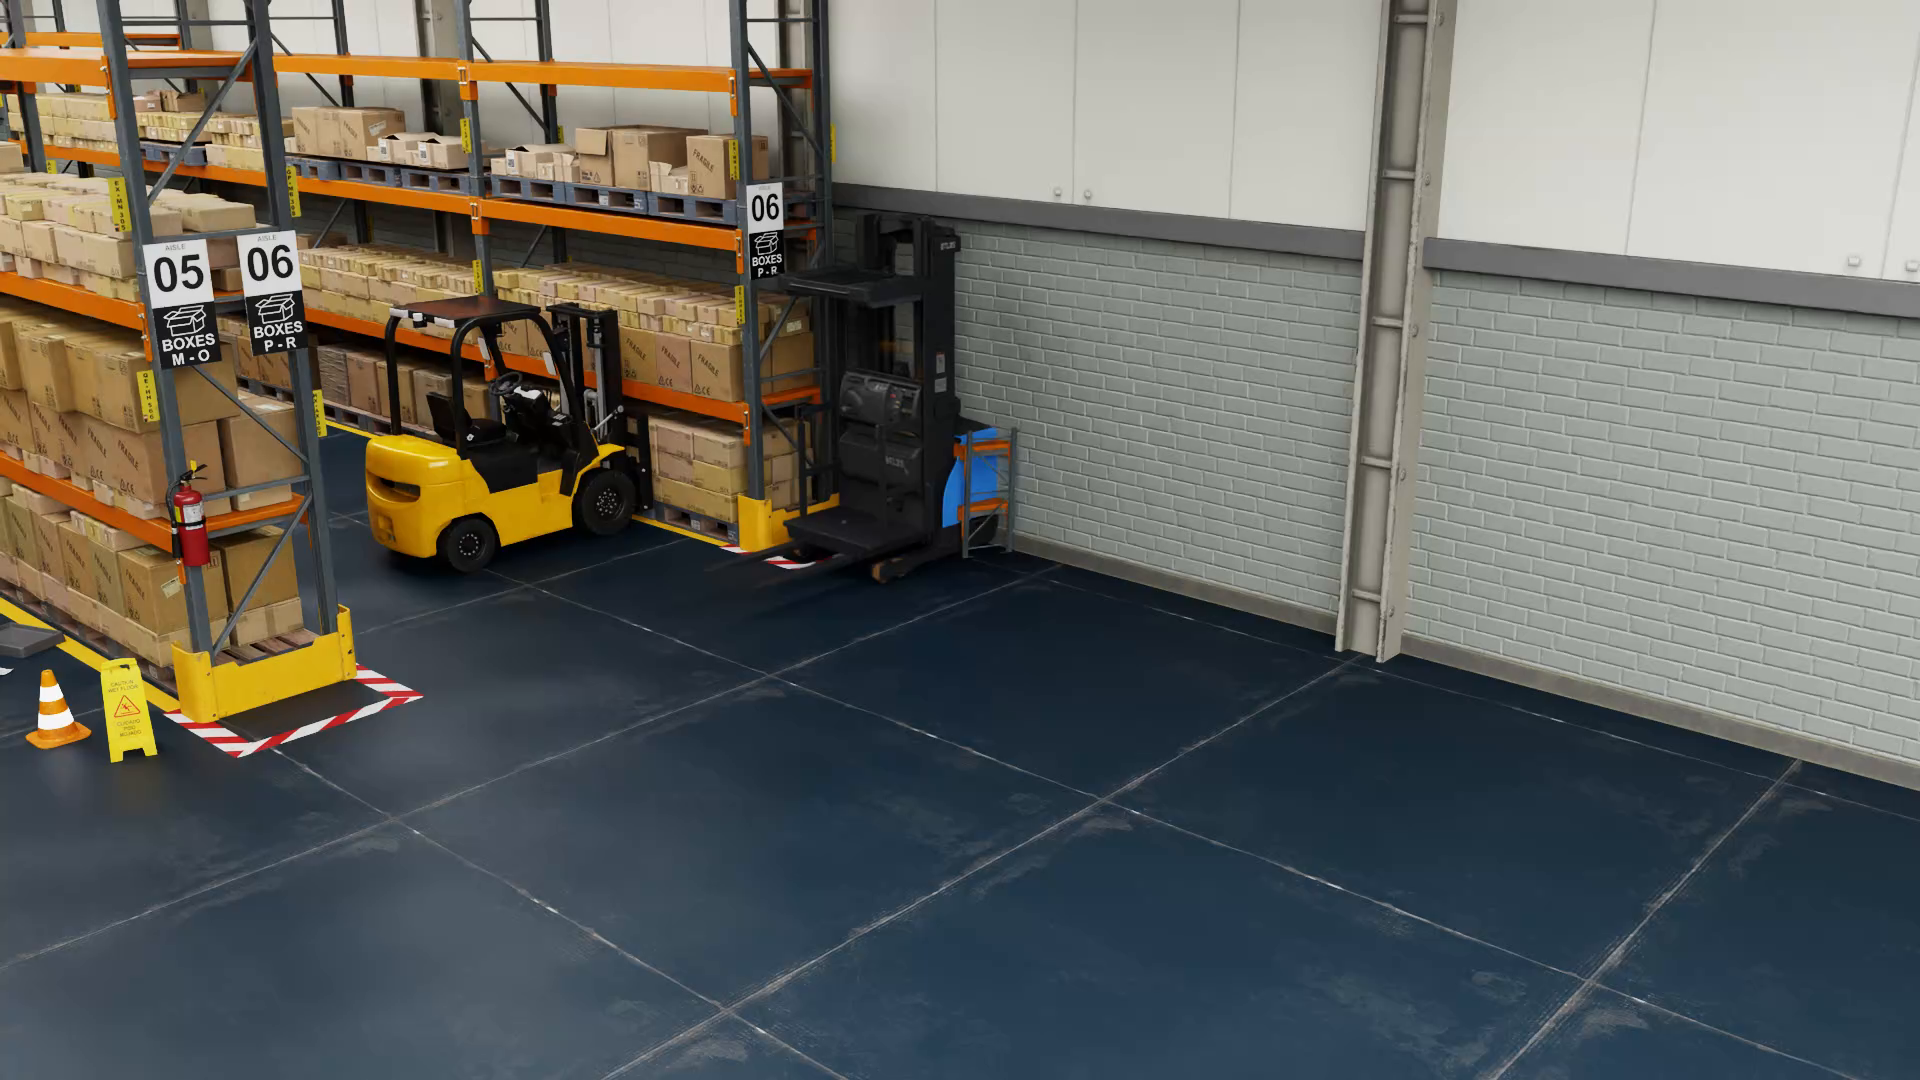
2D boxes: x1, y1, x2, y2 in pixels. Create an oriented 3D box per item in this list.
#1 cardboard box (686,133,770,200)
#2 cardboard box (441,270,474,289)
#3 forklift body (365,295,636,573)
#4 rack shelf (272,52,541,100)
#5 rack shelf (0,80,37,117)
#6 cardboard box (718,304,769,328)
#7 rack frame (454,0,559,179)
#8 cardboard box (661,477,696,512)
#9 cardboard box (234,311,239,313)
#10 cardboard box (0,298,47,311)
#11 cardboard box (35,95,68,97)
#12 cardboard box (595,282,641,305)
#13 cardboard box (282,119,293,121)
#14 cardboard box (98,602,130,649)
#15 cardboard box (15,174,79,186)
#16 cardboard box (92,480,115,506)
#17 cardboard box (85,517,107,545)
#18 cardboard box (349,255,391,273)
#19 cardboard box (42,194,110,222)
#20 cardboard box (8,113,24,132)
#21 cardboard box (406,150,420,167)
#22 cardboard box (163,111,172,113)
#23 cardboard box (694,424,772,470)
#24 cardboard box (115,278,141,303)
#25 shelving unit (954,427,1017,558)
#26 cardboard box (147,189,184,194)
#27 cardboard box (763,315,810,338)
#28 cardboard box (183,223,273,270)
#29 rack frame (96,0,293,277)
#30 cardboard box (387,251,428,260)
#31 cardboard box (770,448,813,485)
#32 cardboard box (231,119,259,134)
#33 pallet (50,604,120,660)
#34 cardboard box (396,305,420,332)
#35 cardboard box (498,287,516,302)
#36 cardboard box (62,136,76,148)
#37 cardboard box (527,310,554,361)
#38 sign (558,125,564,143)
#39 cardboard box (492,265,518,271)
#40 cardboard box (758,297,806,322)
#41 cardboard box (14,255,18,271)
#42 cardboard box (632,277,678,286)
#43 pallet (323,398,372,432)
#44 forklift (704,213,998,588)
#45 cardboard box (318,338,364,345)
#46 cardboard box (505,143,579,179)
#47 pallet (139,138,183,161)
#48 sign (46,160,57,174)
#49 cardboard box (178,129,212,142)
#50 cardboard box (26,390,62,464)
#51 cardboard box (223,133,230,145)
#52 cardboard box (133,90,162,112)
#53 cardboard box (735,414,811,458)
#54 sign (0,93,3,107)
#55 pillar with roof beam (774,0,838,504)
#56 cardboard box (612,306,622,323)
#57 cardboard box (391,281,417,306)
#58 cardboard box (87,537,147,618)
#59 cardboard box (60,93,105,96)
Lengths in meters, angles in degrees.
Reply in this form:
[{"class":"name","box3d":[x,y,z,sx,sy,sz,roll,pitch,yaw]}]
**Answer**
[{"class":"cardboard box","box3d":[-1.993,-3.218,14.310,0.500,0.500,0.500,16,24,41]},{"class":"cardboard box","box3d":[-5.247,-2.746,17.569,0.250,0.149,0.380,15,23,39]},{"class":"forklift body","box3d":[-4.129,-1.023,14.779,1.214,2.155,2.313,15,23,39]},{"class":"rack shelf","box3d":[-5.987,-4.990,17.809,4.000,0.370,1.077,15,23,39]},{"class":"rack shelf","box3d":[-9.279,-3.866,14.268,4.000,0.370,1.077,15,23,39]},{"class":"cardboard box","box3d":[-1.908,-1.982,14.669,0.250,0.149,0.380,15,23,39]},{"class":"rack frame","box3d":[-4.492,-5.122,16.374,0.127,3.000,1.000,15,23,39]},{"class":"cardboard box","box3d":[-2.427,-0.474,15.497,0.500,0.250,0.500,15,23,39]},{"class":"cardboard box","box3d":[-9.411,-3.034,22.079,0.250,0.149,0.380,14,22,37]},{"class":"cardboard box","box3d":[-7.231,-1.560,12.758,0.500,0.500,0.700,15,23,40]},{"class":"cardboard box","box3d":[-12.934,-6.158,23.527,0.500,0.250,0.500,15,23,39]},{"class":"cardboard box","box3d":[-3.236,-2.343,15.807,0.250,0.149,0.380,15,23,39]},{"class":"cardboard box","box3d":[-7.930,-4.999,20.042,0.250,0.149,0.380,15,23,39]},{"class":"cardboard box","box3d":[-5.957,0.568,12.216,0.500,0.250,0.500,15,23,39]},{"class":"cardboard box","box3d":[-7.156,-2.780,13.050,0.250,0.149,0.380,14,23,38]},{"class":"cardboard box","box3d":[-5.867,-0.369,11.732,0.250,0.149,0.380,16,23,40]},{"class":"cardboard box","box3d":[-6.069,-0.103,12.018,0.250,0.149,0.380,16,23,40]},{"class":"cardboard box","box3d":[-6.619,-3.099,18.681,0.250,0.149,0.380,15,23,40]},{"class":"cardboard box","box3d":[-6.123,-2.306,11.558,0.250,0.149,0.380,14,22,38]},{"class":"cardboard box","box3d":[-13.316,-6.021,23.922,0.500,0.250,0.500,15,23,39]},{"class":"cardboard box","box3d":[-5.516,-3.972,17.267,0.250,0.149,0.380,15,23,39]},{"class":"cardboard box","box3d":[-10.173,-5.535,21.697,0.250,0.149,0.380,15,23,39]},{"class":"cardboard box","box3d":[-2.051,-0.847,15.021,0.500,0.250,0.500,16,24,41]},{"class":"cardboard box","box3d":[-5.244,-1.654,10.821,0.250,0.149,0.380,15,23,39]},{"class":"shelving unit","box3d":[-0.008,-0.538,14.902,0.538,1.125,1.048,-7,18,-31]},{"class":"cardboard box","box3d":[-5.796,-2.421,11.918,0.250,0.149,0.380,16,24,41]},{"class":"cardboard box","box3d":[-1.581,-1.943,15.037,0.250,0.149,0.380,14,23,38]},{"class":"cardboard box","box3d":[-4.991,-1.997,11.242,0.500,0.250,0.500,15,23,38]},{"class":"rack frame","box3d":[-4.792,-3.195,10.303,0.127,3.000,1.000,15,23,39]},{"class":"cardboard box","box3d":[-6.309,-3.206,19.018,0.250,0.149,0.380,15,23,39]},{"class":"cardboard box","box3d":[-1.714,-0.729,15.474,0.500,0.250,0.500,16,23,40]},{"class":"cardboard box","box3d":[-8.458,-4.937,19.848,0.250,0.149,0.380,15,23,38]},{"class":"pallet","box3d":[-6.341,0.562,12.991,1.213,0.211,1.003,15,23,39]},{"class":"cardboard box","box3d":[-5.773,-2.439,18.087,0.500,0.250,0.500,15,23,40]},{"class":"cardboard box","box3d":[-4.428,-2.496,16.779,0.250,0.149,0.380,15,23,38]},{"class":"cardboard box","box3d":[-12.111,-5.487,22.897,0.250,0.149,0.380,16,23,40]},{"class":"cardboard box","box3d":[-3.932,-2.061,16.482,0.500,0.500,0.500,16,23,40]},{"class":"sign","box3d":[-4.124,-4.102,17.135,0.005,0.325,0.100,15,23,39]},{"class":"cardboard box","box3d":[-4.964,-2.854,17.910,0.250,0.149,0.380,15,23,39]},{"class":"cardboard box","box3d":[-1.609,-2.074,14.958,0.250,0.149,0.380,14,23,38]},{"class":"cardboard box","box3d":[-6.558,-2.020,11.975,0.250,0.149,0.380,15,23,40]},{"class":"cardboard box","box3d":[-2.947,-2.443,16.121,0.250,0.149,0.380,16,24,41]},{"class":"pallet","box3d":[-6.893,-1.562,19.686,1.213,0.211,1.003,15,23,39]},{"class":"forklift","box3d":[-0.826,-1.212,14.084,1.130,2.935,3.031,16,23,40]},{"class":"cardboard box","box3d":[-7.612,-2.222,20.594,0.500,0.500,0.500,16,24,41]},{"class":"cardboard box","box3d":[-4.031,-3.675,16.063,0.500,0.311,0.500,16,23,40]},{"class":"pallet","box3d":[-10.034,-5.062,21.455,1.003,0.211,1.213,15,23,39]},{"class":"sign","box3d":[-7.429,-2.939,13.601,0.005,0.325,0.100,15,23,39]},{"class":"cardboard box","box3d":[-9.349,-4.974,20.422,0.250,0.149,0.380,16,23,40]},{"class":"cardboard box","box3d":[-6.490,-0.880,12.270,0.500,0.500,0.500,15,23,40]},{"class":"cardboard box","box3d":[-8.637,-4.847,20.056,0.250,0.149,0.380,15,23,40]},{"class":"cardboard box","box3d":[-10.482,-5.626,21.302,0.258,0.266,0.396,15,23,39]},{"class":"cardboard box","box3d":[-1.734,-0.965,15.391,0.500,0.250,0.500,15,23,38]},{"class":"sign","box3d":[-13.827,-6.395,23.901,0.005,0.325,0.100,15,23,39]},{"class":"pillar with roof beam","box3d":[-4.280,-3.688,11.858,0.400,9.000,9.100,15,23,39]},{"class":"cardboard box","box3d":[-3.048,-2.145,15.674,0.250,0.149,0.380,15,23,39]},{"class":"cardboard box","box3d":[-5.797,-2.676,18.005,0.500,0.250,0.500,16,23,40]},{"class":"cardboard box","box3d":[-5.957,0.212,12.098,0.500,0.500,0.500,16,24,41]},{"class":"cardboard box","box3d":[-12.561,-6.280,23.910,0.500,0.250,0.500,14,22,38]}]
